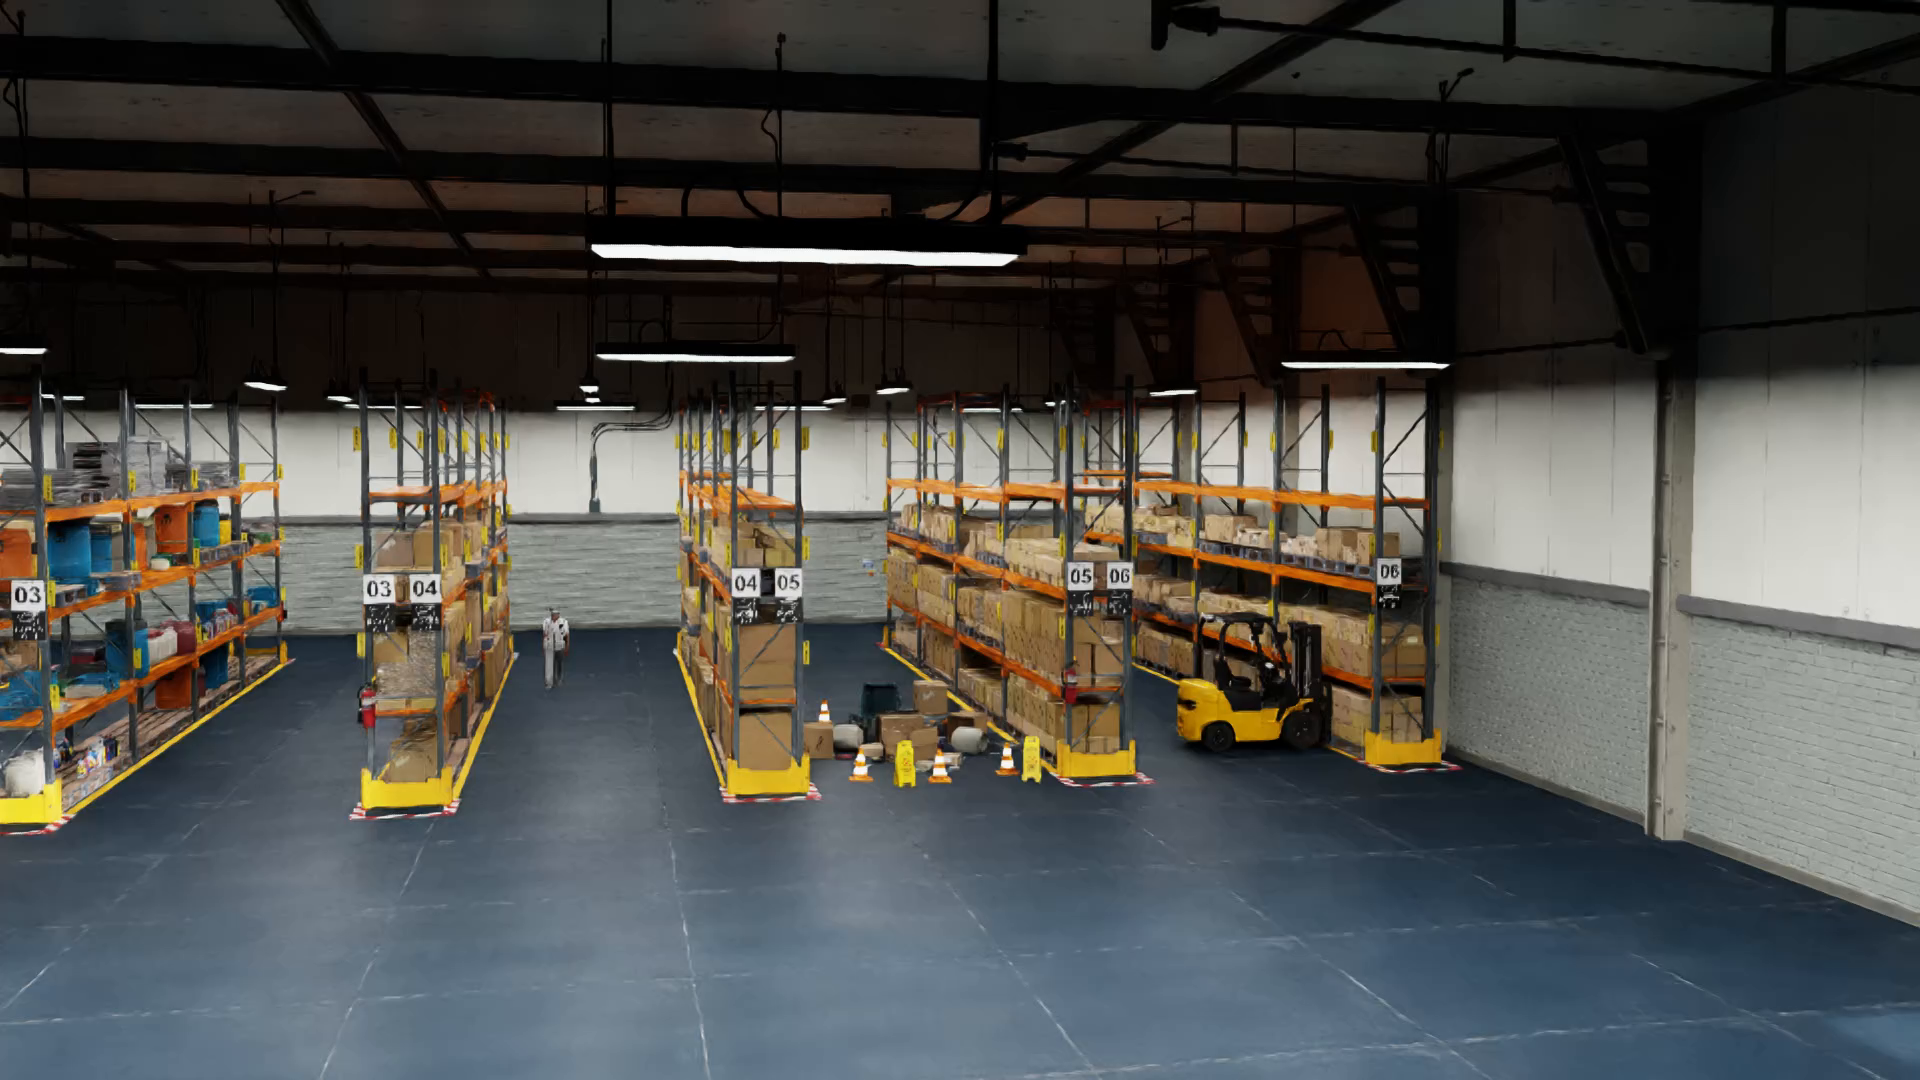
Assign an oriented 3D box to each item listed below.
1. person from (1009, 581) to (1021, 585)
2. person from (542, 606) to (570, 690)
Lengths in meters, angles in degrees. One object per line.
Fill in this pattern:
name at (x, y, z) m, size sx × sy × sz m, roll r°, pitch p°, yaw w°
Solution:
person at (1.530, 1.447, 45.602) m, size 0.481 × 1.653 × 0.566 m, roll -3°, pitch 5°, yaw -45°
person at (-8.159, 2.150, 33.577) m, size 0.540 × 1.673 × 1.130 m, roll -1°, pitch 4°, yaw -14°
